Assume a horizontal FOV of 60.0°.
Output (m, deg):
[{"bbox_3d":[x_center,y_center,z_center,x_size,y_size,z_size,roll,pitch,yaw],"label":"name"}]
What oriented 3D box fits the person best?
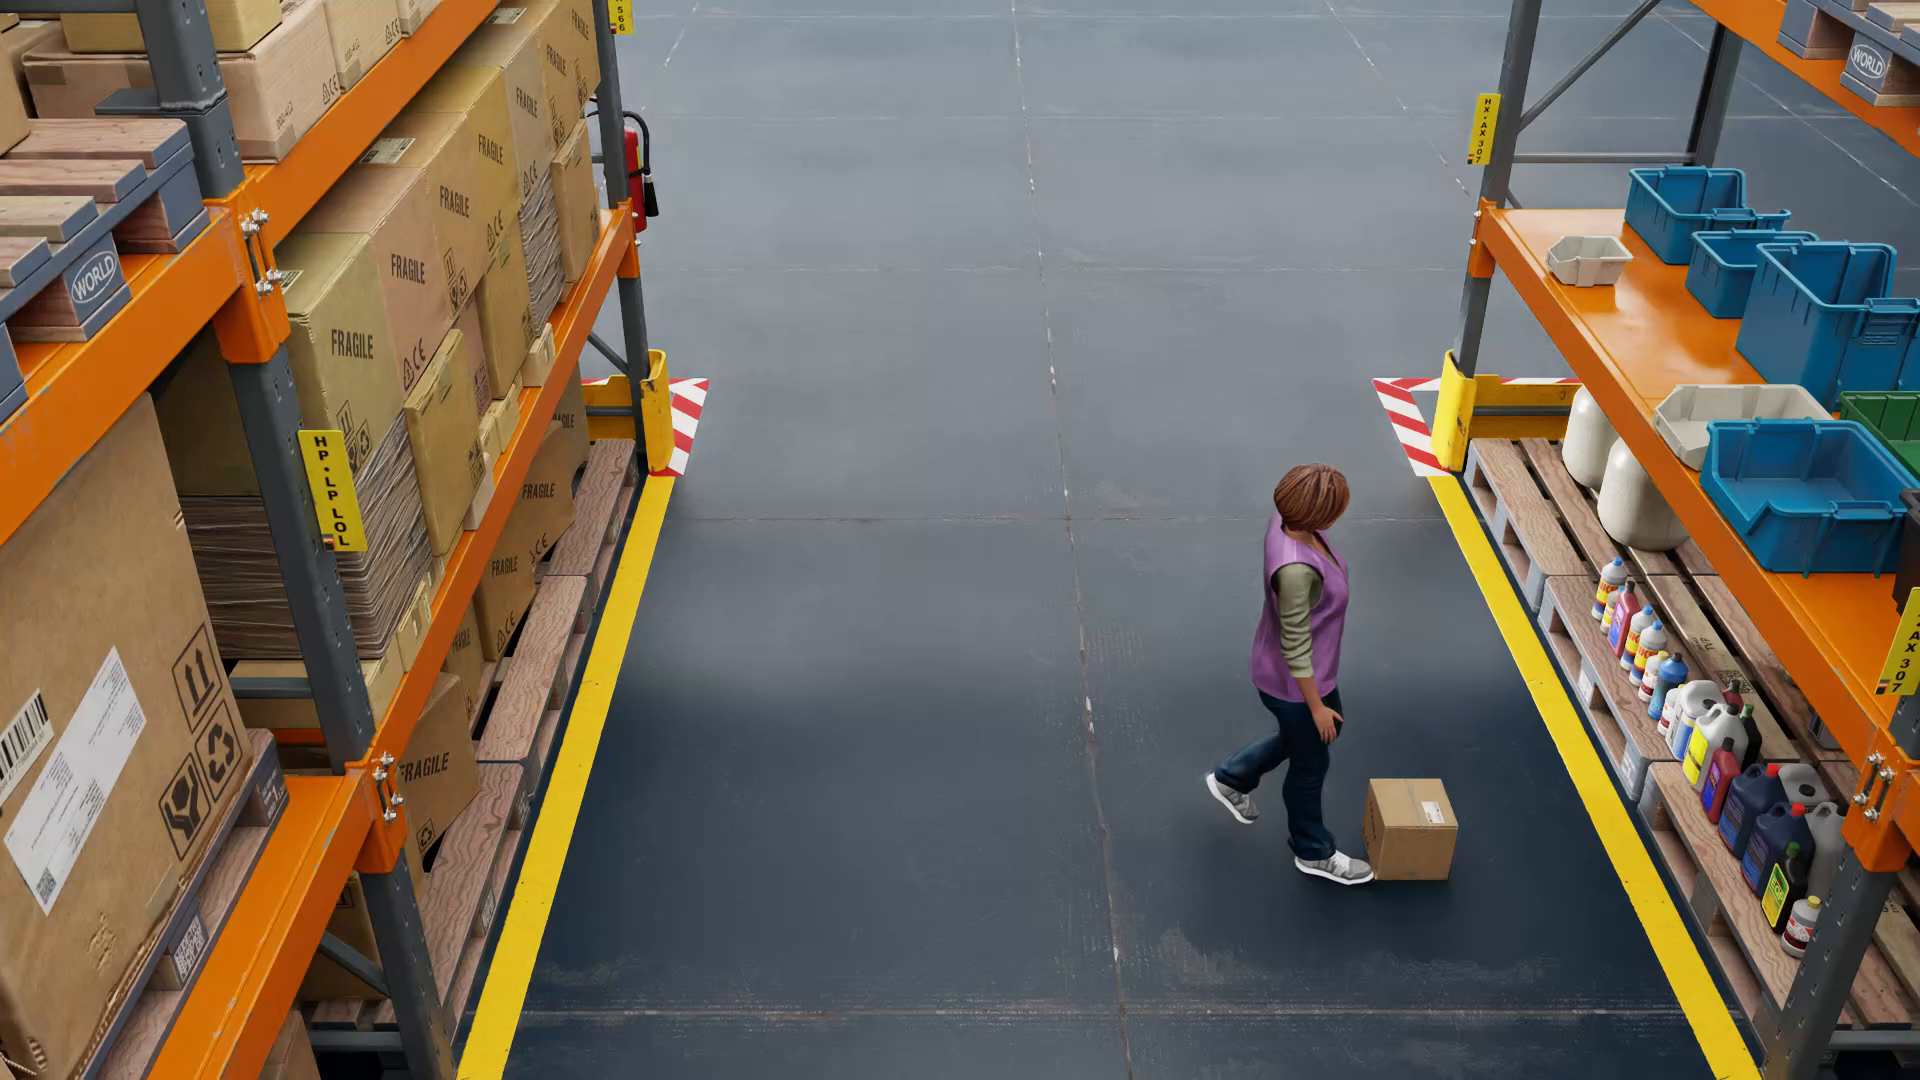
[{"bbox_3d":[1.144,0.443,5.427,0.595,1.586,0.447,5,32,8],"label":"person"}]
